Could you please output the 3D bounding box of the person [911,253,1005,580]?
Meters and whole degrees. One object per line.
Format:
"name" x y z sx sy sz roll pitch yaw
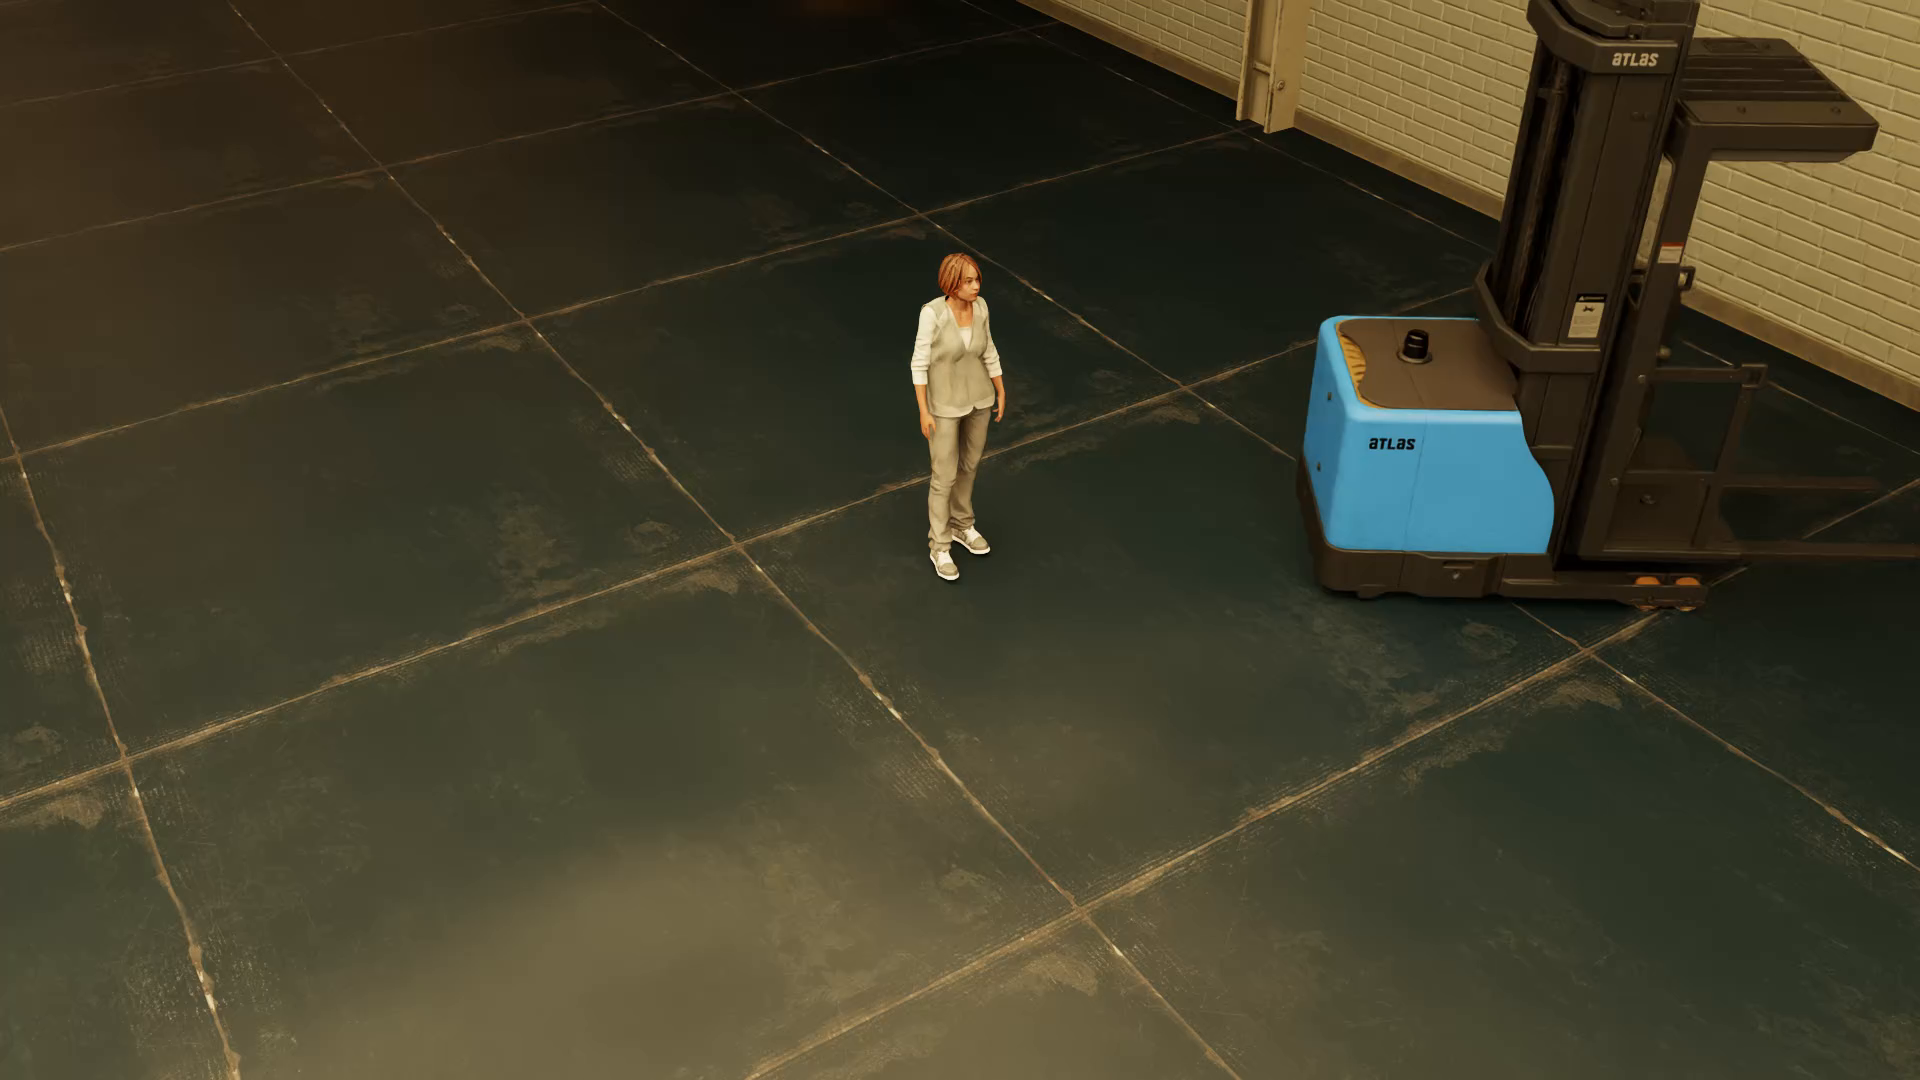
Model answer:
"person" 0.028 -0.620 8.177 0.520 1.597 0.475 -21 40 -27

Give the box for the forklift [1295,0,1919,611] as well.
"forklift" 3.311 -1.163 7.802 3.031 2.935 1.130 1 35 2
